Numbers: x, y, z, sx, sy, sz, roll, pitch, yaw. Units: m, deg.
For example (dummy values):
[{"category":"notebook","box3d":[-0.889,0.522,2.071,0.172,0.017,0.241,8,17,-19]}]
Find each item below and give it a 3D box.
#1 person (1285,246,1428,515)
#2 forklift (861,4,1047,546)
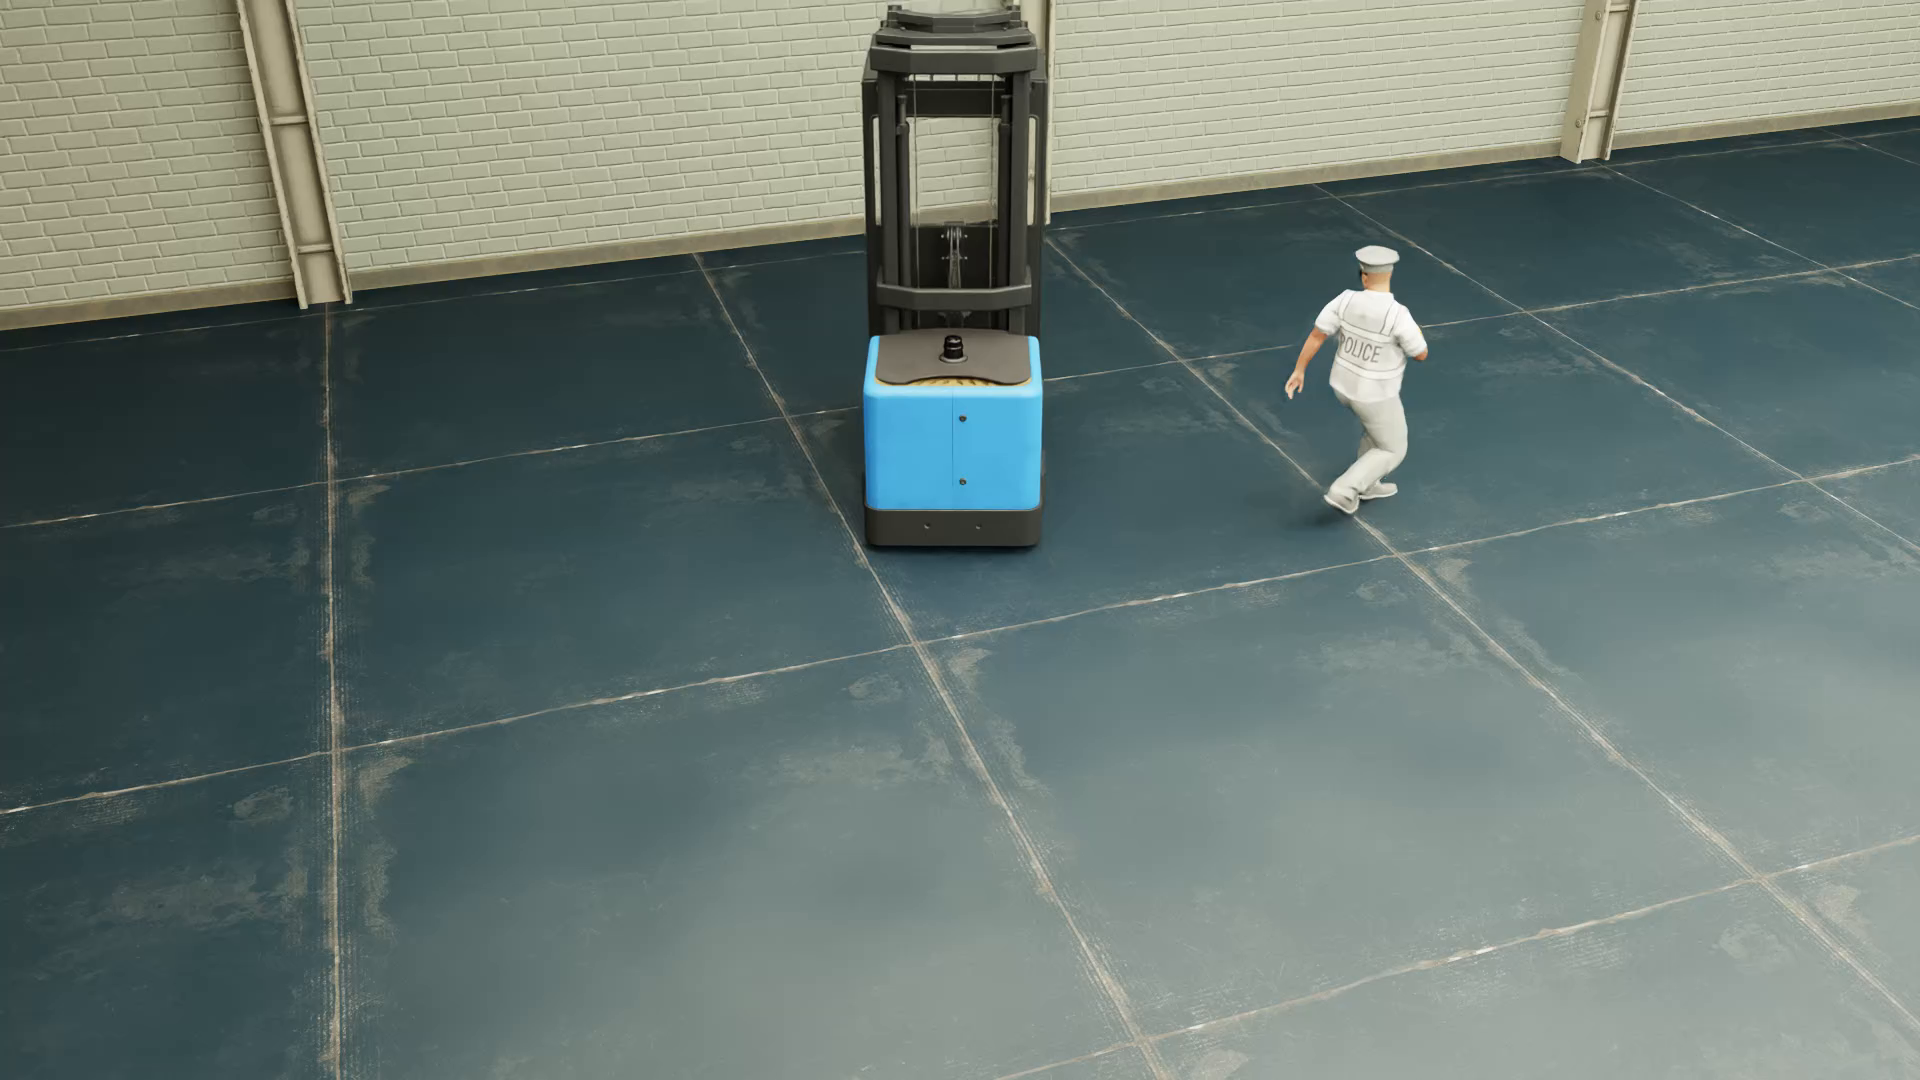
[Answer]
[{"category":"person","box3d":[2.443,-0.938,10.000,0.779,1.678,0.628,-14,33,-23]},{"category":"forklift","box3d":[-0.031,-1.927,10.436,1.130,2.935,3.031,0,30,0]}]
